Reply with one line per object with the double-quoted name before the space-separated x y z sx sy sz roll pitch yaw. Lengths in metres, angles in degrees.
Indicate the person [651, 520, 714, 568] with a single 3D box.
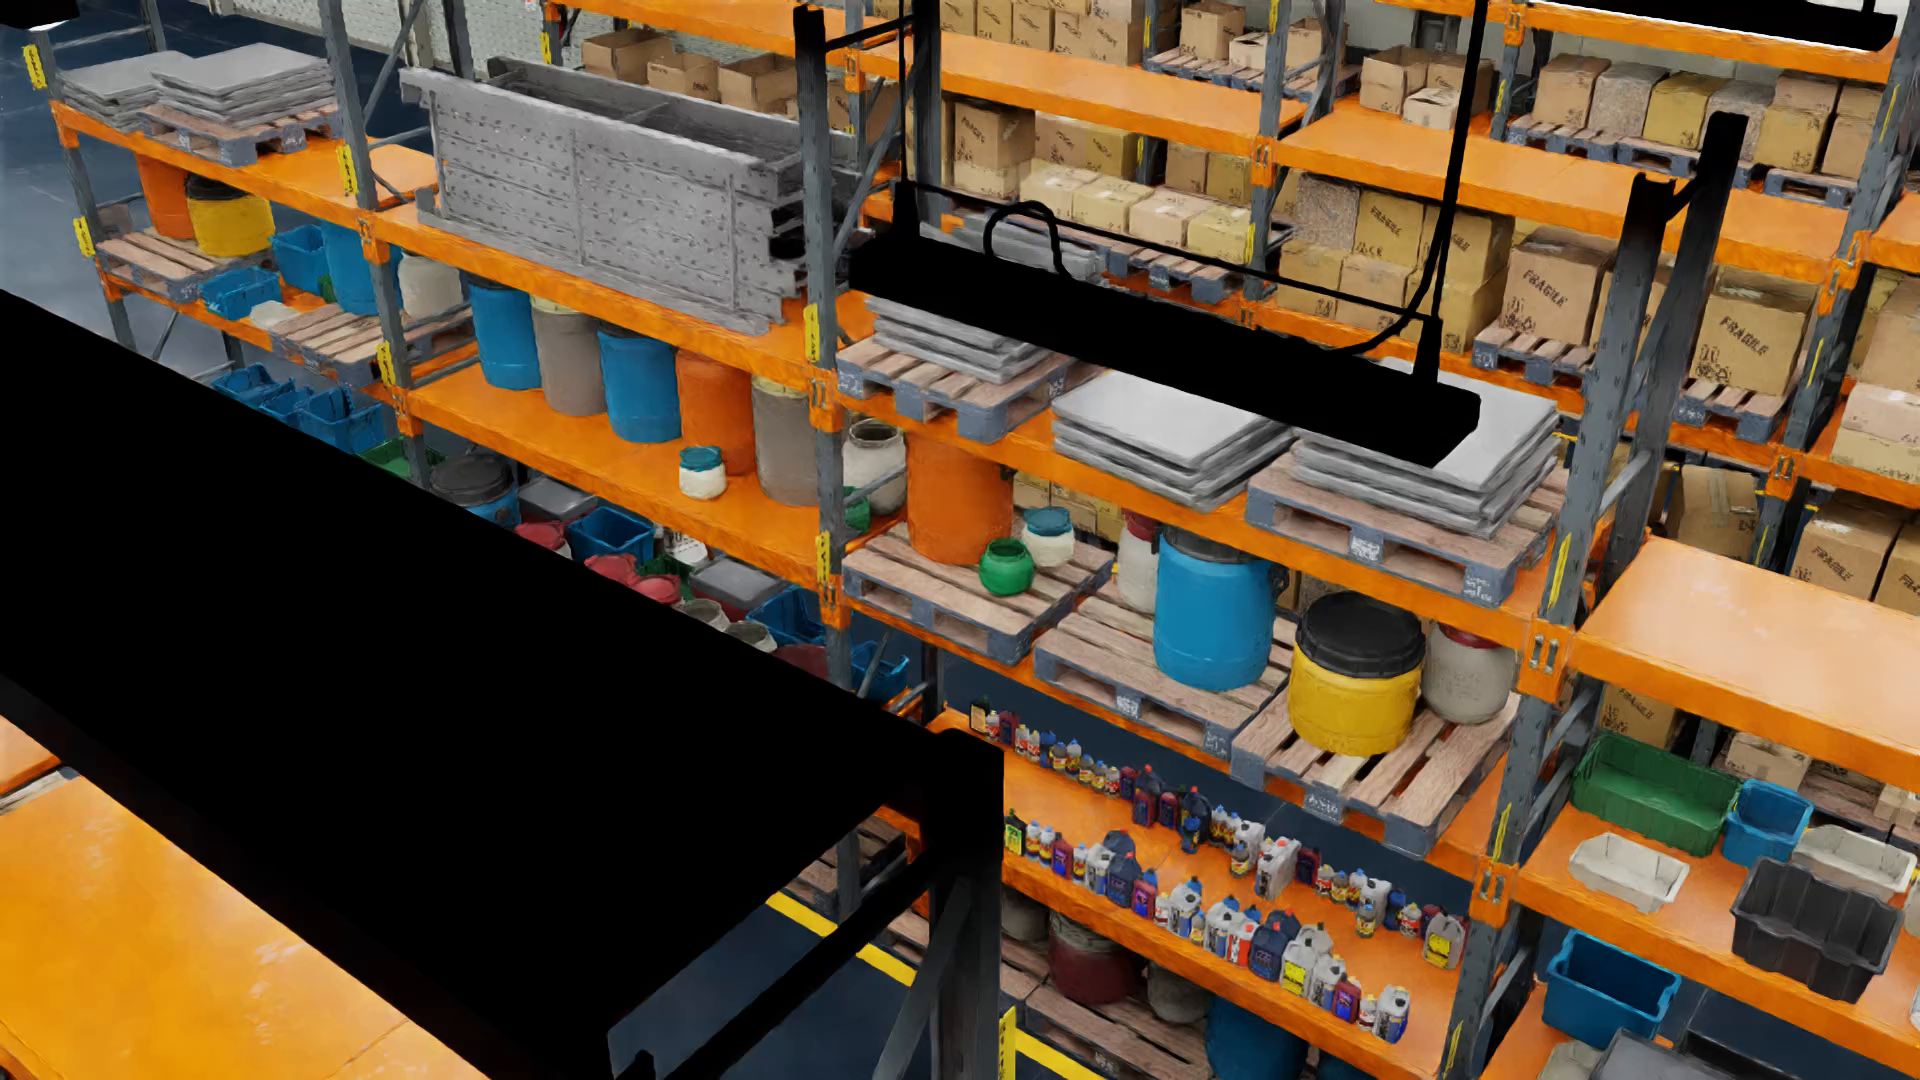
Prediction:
"person" -2.221 0.174 13.414 0.474 1.629 0.915 -21 37 -30
